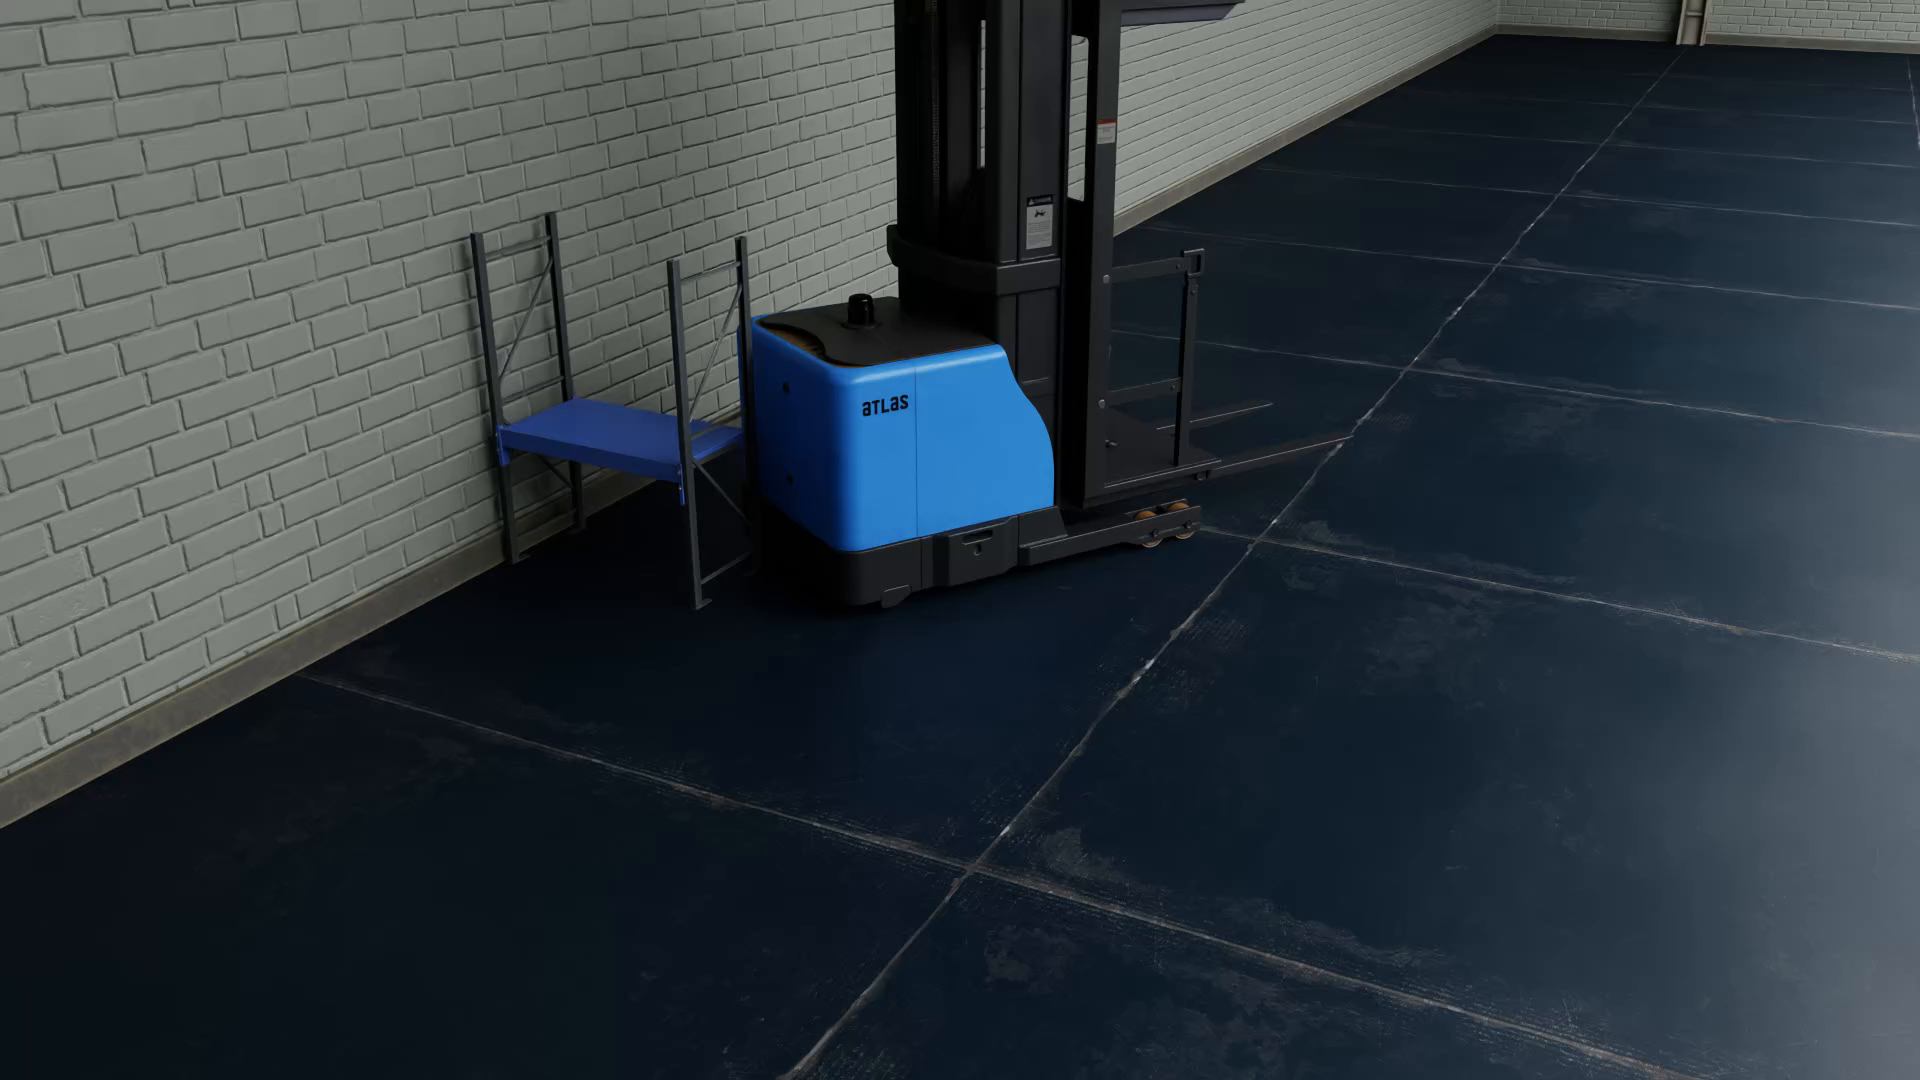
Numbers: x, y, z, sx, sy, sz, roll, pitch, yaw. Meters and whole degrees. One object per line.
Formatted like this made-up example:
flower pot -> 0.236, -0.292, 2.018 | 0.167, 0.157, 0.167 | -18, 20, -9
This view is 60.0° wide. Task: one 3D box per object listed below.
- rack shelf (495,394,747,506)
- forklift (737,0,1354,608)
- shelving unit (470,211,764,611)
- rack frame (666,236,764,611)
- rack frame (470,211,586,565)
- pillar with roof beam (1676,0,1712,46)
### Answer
rack shelf -> -1.459, -0.407, 7.251 | 1.000, 0.185, 0.538 | 12, 26, 26
forklift -> 0.531, -1.476, 7.475 | 3.031, 2.935, 1.130 | -13, 26, -29
shelving unit -> -1.459, -0.573, 7.181 | 1.048, 1.500, 0.538 | 12, 26, 26
rack frame -> -1.011, -0.479, 6.959 | 0.032, 1.500, 0.500 | 12, 26, 26
rack frame -> -1.906, -0.667, 7.403 | 0.032, 1.500, 0.500 | 12, 26, 26
pillar with roof beam -> 9.460, -10.386, 20.673 | 0.400, 9.000, 9.100 | 11, 25, 25
